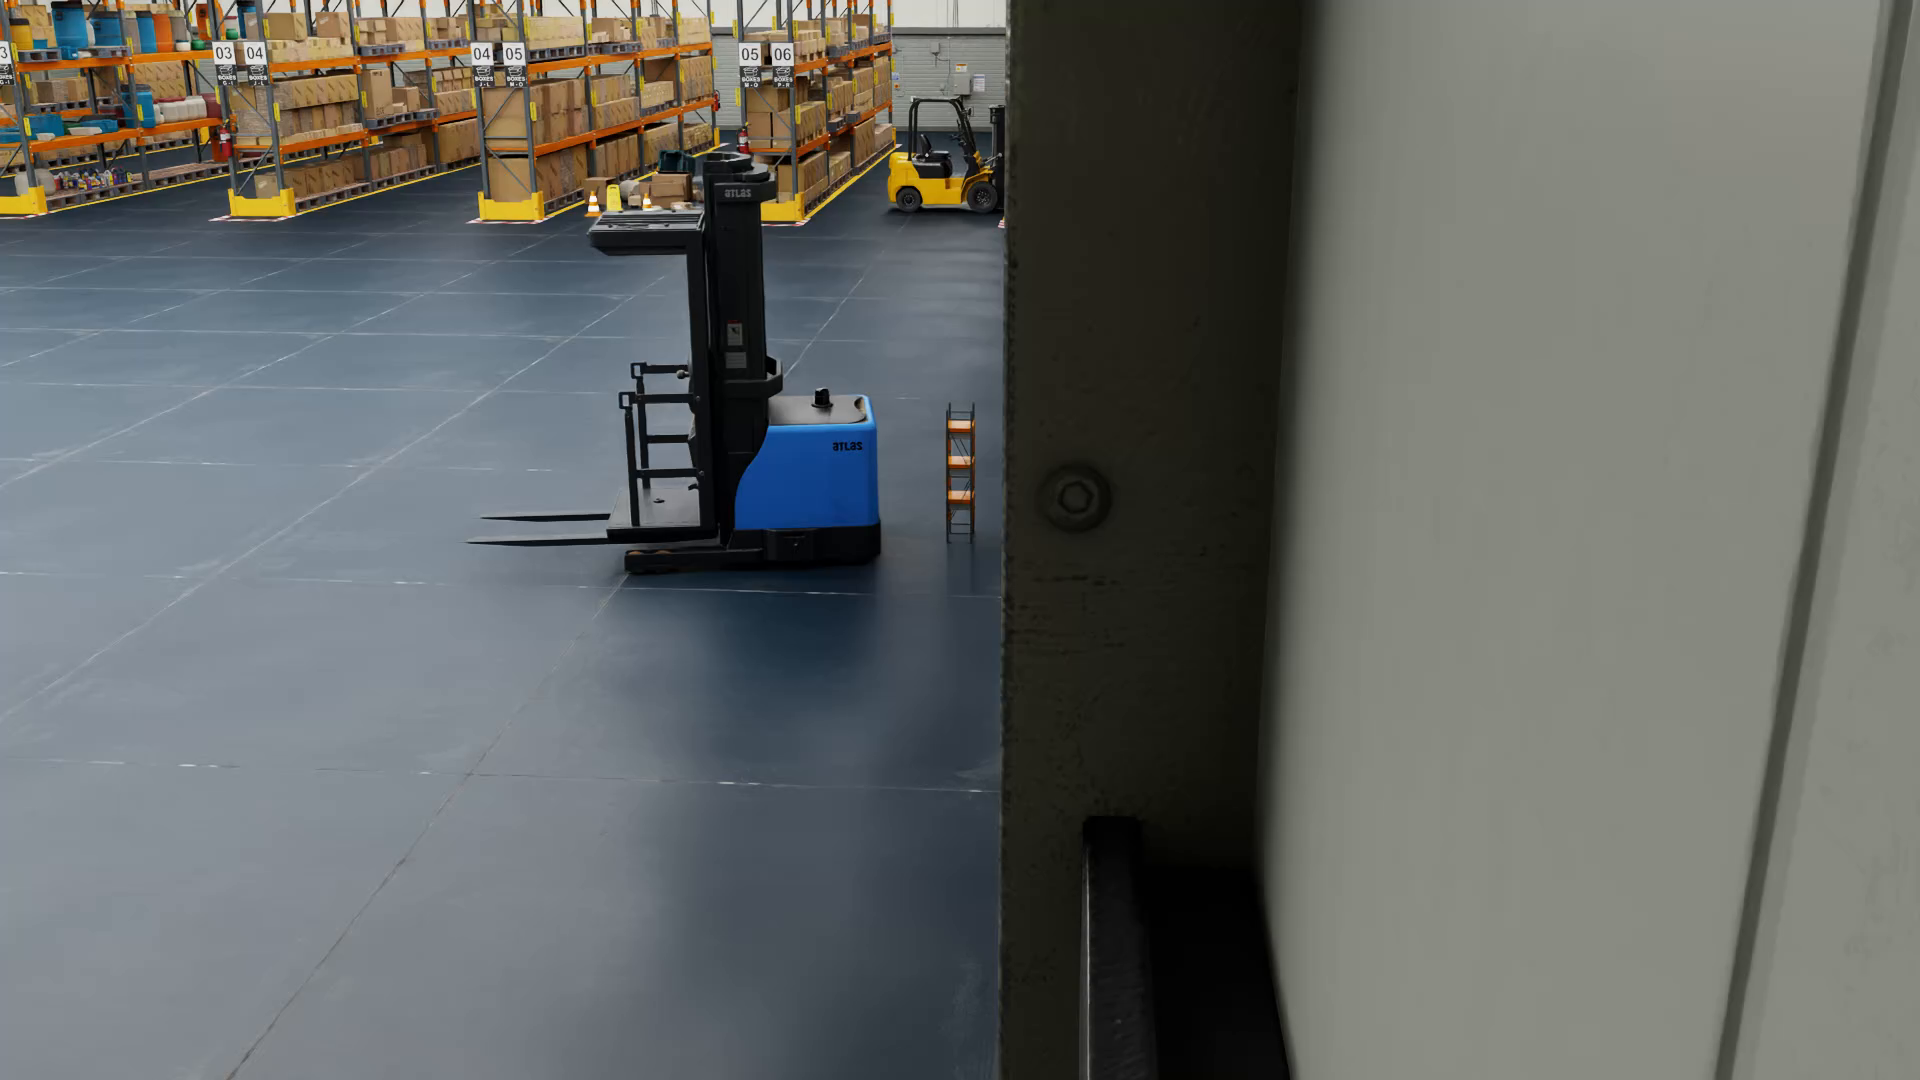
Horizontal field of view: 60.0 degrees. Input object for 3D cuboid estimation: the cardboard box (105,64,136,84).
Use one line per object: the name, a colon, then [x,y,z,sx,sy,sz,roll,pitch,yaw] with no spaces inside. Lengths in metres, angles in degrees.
cardboard box: [-22.125,-12.278,43.811,0.500,0.500,0.500,2,18,5]

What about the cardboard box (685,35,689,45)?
cardboard box: [-7.295,-12.899,42.895,0.500,0.250,0.500,1,18,3]

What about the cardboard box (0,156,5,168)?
cardboard box: [-22.593,-8.781,38.646,0.500,0.250,0.500,2,18,5]

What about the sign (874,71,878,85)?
sign: [-2.132,-11.676,42.005,0.100,0.325,0.005,1,18,4]

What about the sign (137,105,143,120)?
sign: [-17.524,-9.135,35.540,0.100,0.325,0.005,1,18,4]

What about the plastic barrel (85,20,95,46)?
plastic barrel: [-18.299,-10.568,34.686,0.421,0.512,0.421,0,18,0]

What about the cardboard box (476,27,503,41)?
cardboard box: [-8.722,-9.425,30.980,0.500,0.250,0.500,2,18,5]

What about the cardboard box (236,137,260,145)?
cardboard box: [-13.604,-7.640,31.826,0.380,0.149,0.250,1,18,4]

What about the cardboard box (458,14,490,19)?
cardboard box: [-12.562,-13.358,43.059,0.700,0.500,0.500,0,18,1]

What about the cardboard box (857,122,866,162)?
cardboard box: [-2.760,-9.609,40.169,0.875,0.875,0.875,2,18,5]

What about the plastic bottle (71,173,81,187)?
plastic bottle: [-18.438,-7.506,34.682,0.152,0.276,0.135,1,18,4]

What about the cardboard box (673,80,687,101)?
cardboard box: [-7.332,-11.588,42.833,0.500,0.500,0.500,1,18,3]

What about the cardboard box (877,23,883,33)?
cardboard box: [-2.330,-13.874,45.035,0.500,0.250,0.500,0,18,-1]

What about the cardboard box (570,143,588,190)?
cardboard box: [-8.307,-7.763,34.534,0.875,0.875,0.875,2,18,5]

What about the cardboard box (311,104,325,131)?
cardboard box: [-13.309,-8.493,33.386,0.875,0.500,0.500,1,18,4]

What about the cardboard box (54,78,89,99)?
cardboard box: [-22.682,-11.506,42.384,0.700,0.500,0.500,4,19,13]

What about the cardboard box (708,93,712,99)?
cardboard box: [-7.073,-12.267,45.945,0.380,0.149,0.250,1,18,4]

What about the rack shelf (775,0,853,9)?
rack shelf: [-3.104,-11.628,35.754,1.077,0.370,4.000,1,18,4]

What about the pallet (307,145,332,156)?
pallet: [-17.485,-10.408,44.348,1.003,0.211,1.213,1,18,4]

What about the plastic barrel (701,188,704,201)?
plastic barrel: [-4.896,-6.896,33.289,0.512,0.421,0.421,17,25,41]

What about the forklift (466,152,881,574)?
forklift: [-2.142,-1.316,12.233,3.031,2.935,1.130,-2,18,-6]

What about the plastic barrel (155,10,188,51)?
plastic barrel: [-18.061,-11.675,38.114,0.600,0.901,0.600,0,18,0]

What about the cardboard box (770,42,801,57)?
cardboard box: [-3.232,-9.091,30.796,0.500,0.250,0.500,1,18,3]

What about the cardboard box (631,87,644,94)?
cardboard box: [-7.662,-10.594,39.212,0.380,0.149,0.250,1,18,2]

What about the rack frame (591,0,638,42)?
rack frame: [-7.905,-12.860,37.717,1.000,3.000,0.127,1,18,4]

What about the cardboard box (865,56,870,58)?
cardboard box: [-2.637,-13.058,45.149,0.380,0.149,0.250,2,18,5]

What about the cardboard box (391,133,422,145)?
cardboard box: [-12.863,-9.320,38.652,0.500,0.250,0.500,2,18,6]

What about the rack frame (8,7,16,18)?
rack frame: [-22.726,-13.224,38.829,1.000,3.000,0.127,1,18,4]

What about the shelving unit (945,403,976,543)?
shelving unit: [0.004,-0.516,12.810,0.215,1.050,0.252,1,18,4]

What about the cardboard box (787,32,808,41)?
cardboard box: [-3.109,-9.626,31.787,0.380,0.149,0.250,2,18,5]

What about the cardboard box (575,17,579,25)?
cardboard box: [-7.919,-10.499,33.619,0.380,0.149,0.250,1,18,4]

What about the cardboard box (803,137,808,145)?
cardboard box: [-3.135,-7.664,31.898,0.380,0.149,0.250,2,18,5]

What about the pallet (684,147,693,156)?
pallet: [-7.606,-10.135,43.516,1.003,0.211,1.213,1,18,4]

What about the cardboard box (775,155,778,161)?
cardboard box: [-3.756,-7.451,32.340,0.380,0.149,0.250,2,18,5]

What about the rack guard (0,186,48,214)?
rack guard: [-18.400,-6.614,32.304,1.175,0.500,0.348,1,18,4]

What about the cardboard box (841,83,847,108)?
cardboard box: [-2.777,-9.853,36.863,0.500,0.500,0.500,0,18,0]

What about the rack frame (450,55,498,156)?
rack frame: [-12.558,-11.393,42.876,1.000,3.000,0.127,1,18,4]

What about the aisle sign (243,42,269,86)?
aisle sign: [-13.124,-8.876,31.018,0.394,0.787,0.004,1,18,4]

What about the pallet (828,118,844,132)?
pallet: [-3.048,-8.830,35.363,1.003,0.211,1.213,1,18,4]

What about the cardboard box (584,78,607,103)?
cardboard box: [-8.091,-9.760,36.126,0.700,0.500,0.500,1,18,4]

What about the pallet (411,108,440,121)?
pallet: [-12.790,-9.836,38.432,1.213,0.211,1.003,1,18,4]

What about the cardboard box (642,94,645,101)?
cardboard box: [-7.653,-10.460,39.280,0.380,0.149,0.250,2,18,7]

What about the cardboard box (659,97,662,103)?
cardboard box: [-7.540,-10.799,40.791,0.380,0.149,0.250,2,18,6]

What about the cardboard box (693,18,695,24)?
cardboard box: [-7.195,-13.687,43.858,0.380,0.149,0.250,1,18,2]

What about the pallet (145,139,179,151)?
pallet: [-22.304,-10.884,45.799,1.003,0.211,1.213,1,18,4]

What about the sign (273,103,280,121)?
sign: [-12.877,-8.066,31.331,0.100,0.325,0.005,1,18,4]

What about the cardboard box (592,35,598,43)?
cardboard box: [-7.870,-10.636,35.317,0.250,0.149,0.380,1,18,4]

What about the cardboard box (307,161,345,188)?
cardboard box: [-13.234,-7.619,34.698,0.500,0.500,0.500,7,20,21]

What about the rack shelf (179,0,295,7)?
rack shelf: [-17.642,-13.202,40.558,1.077,0.370,4.000,1,18,4]

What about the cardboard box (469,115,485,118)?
cardboard box: [-12.584,-10.384,42.534,1.225,0.875,0.875,1,18,4]

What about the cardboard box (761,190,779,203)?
cardboard box: [-3.743,-6.603,31.997,0.500,0.250,0.500,1,18,4]

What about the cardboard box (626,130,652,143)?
cardboard box: [-7.614,-9.586,39.495,0.500,0.250,0.500,0,18,1]
